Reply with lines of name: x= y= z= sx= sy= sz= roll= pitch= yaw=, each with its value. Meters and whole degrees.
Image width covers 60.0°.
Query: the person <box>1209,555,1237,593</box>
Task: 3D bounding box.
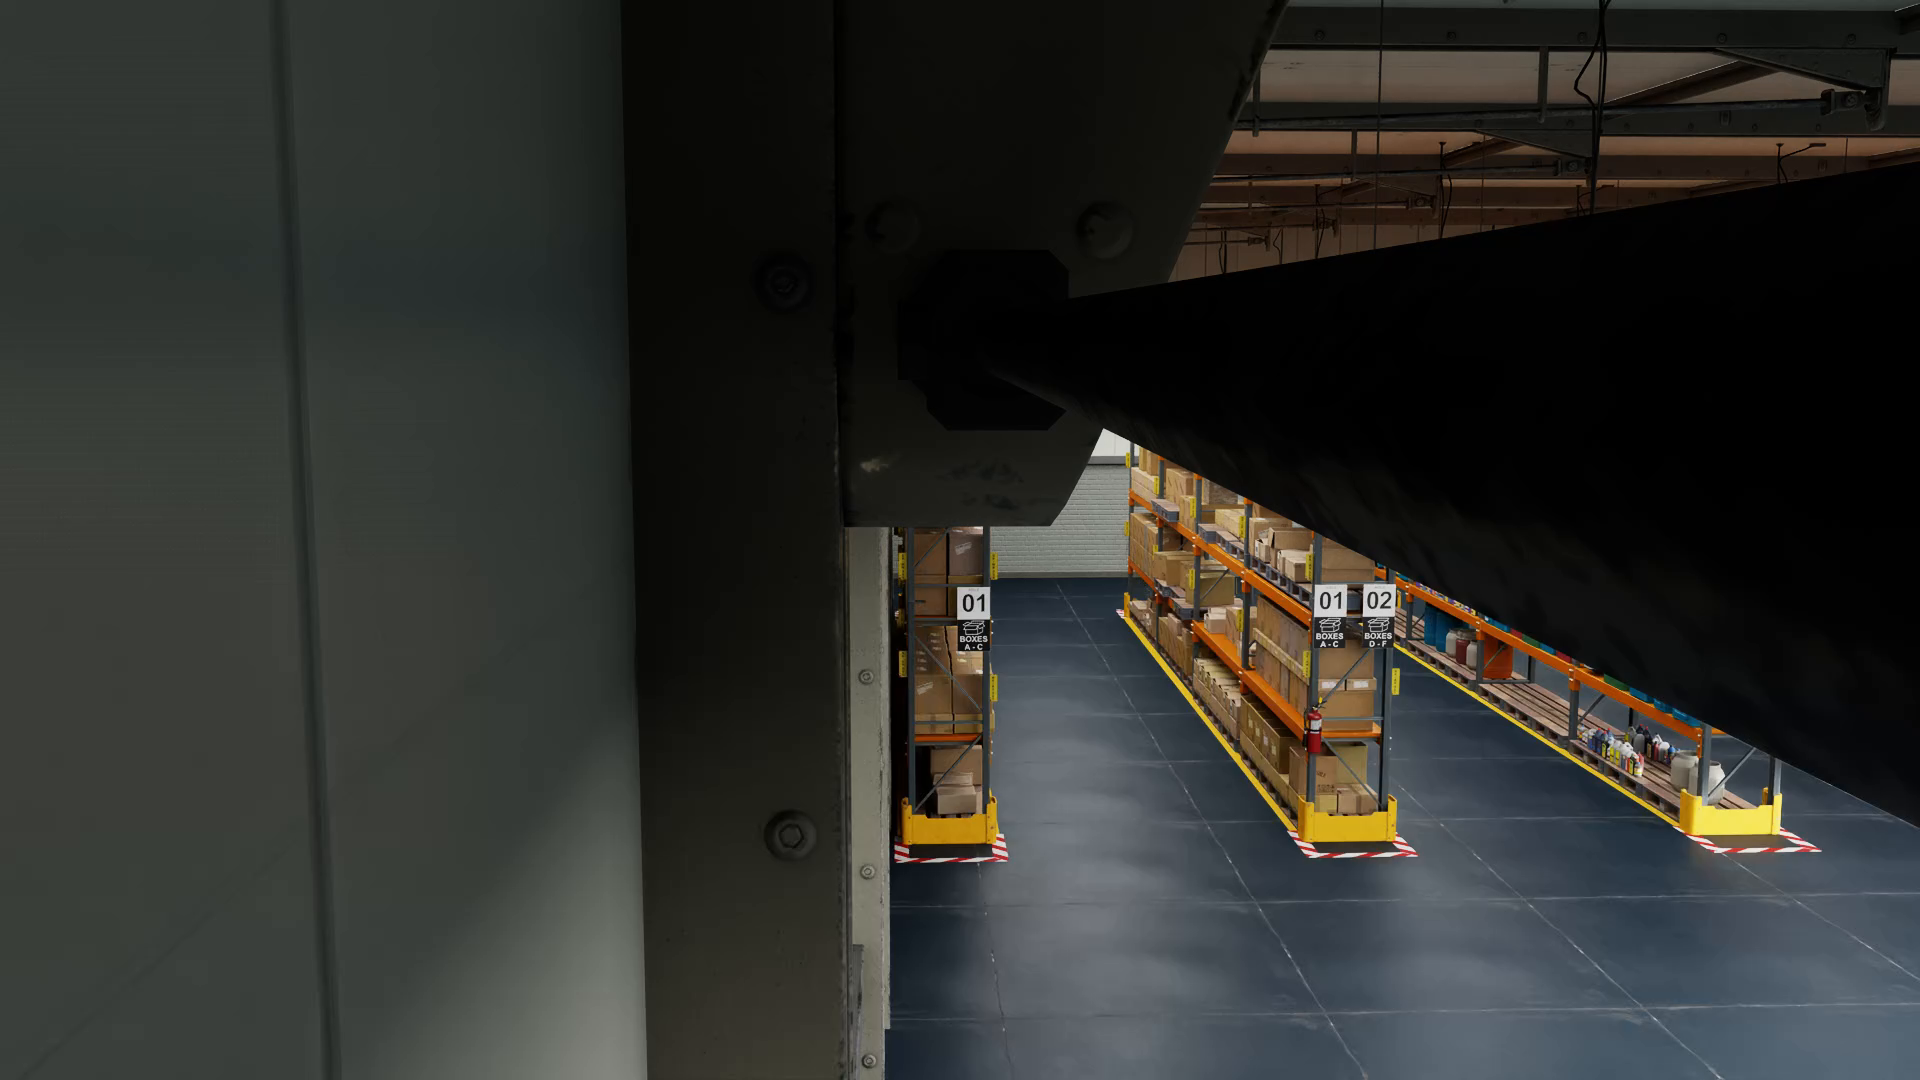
person: x=5.852 y=0.761 z=36.877 sx=0.743 sy=1.734 sz=0.541 roll=-4 pitch=9 yaw=-31
